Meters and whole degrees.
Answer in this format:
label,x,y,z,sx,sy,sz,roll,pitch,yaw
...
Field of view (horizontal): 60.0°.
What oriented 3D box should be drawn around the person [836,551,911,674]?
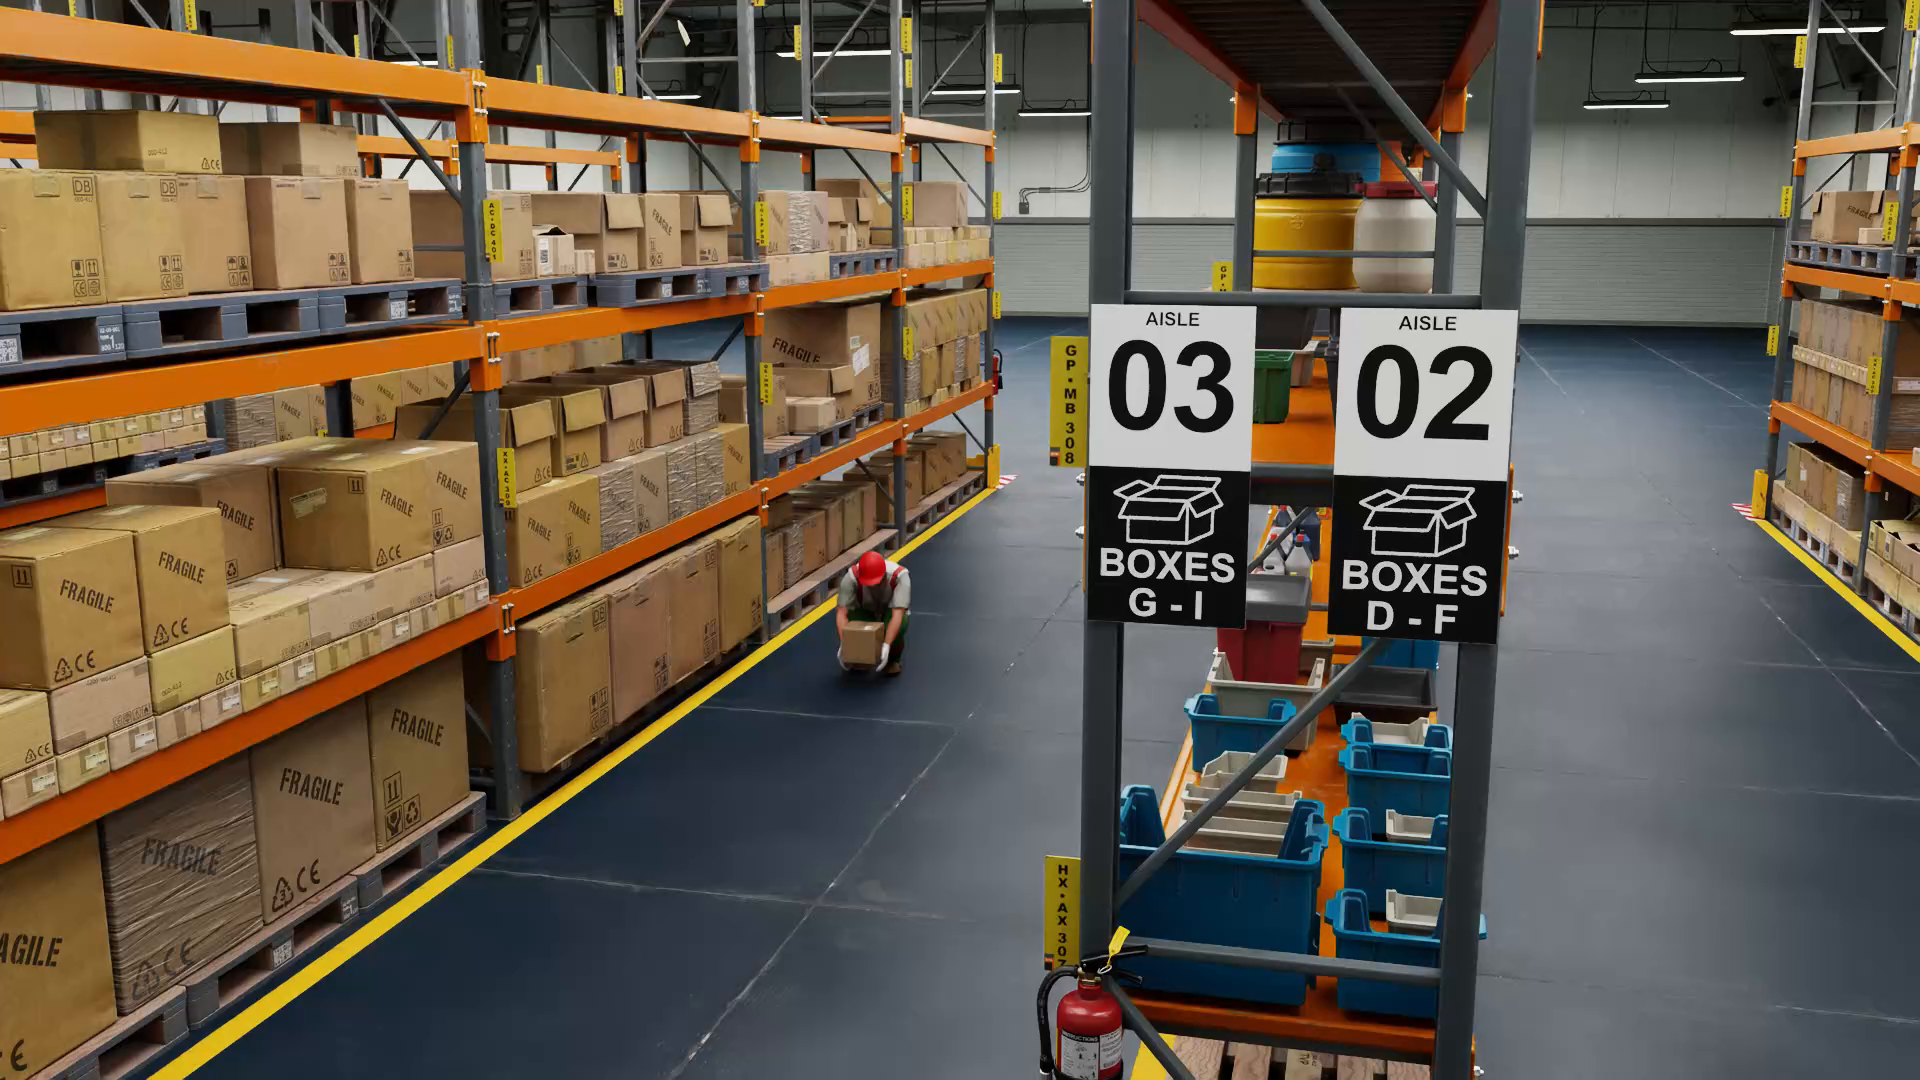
label,x,y,z,sx,sy,sz,roll,pitch,yaw
person,-0.618,0.518,12.348,0.569,0.991,0.868,3,12,14
